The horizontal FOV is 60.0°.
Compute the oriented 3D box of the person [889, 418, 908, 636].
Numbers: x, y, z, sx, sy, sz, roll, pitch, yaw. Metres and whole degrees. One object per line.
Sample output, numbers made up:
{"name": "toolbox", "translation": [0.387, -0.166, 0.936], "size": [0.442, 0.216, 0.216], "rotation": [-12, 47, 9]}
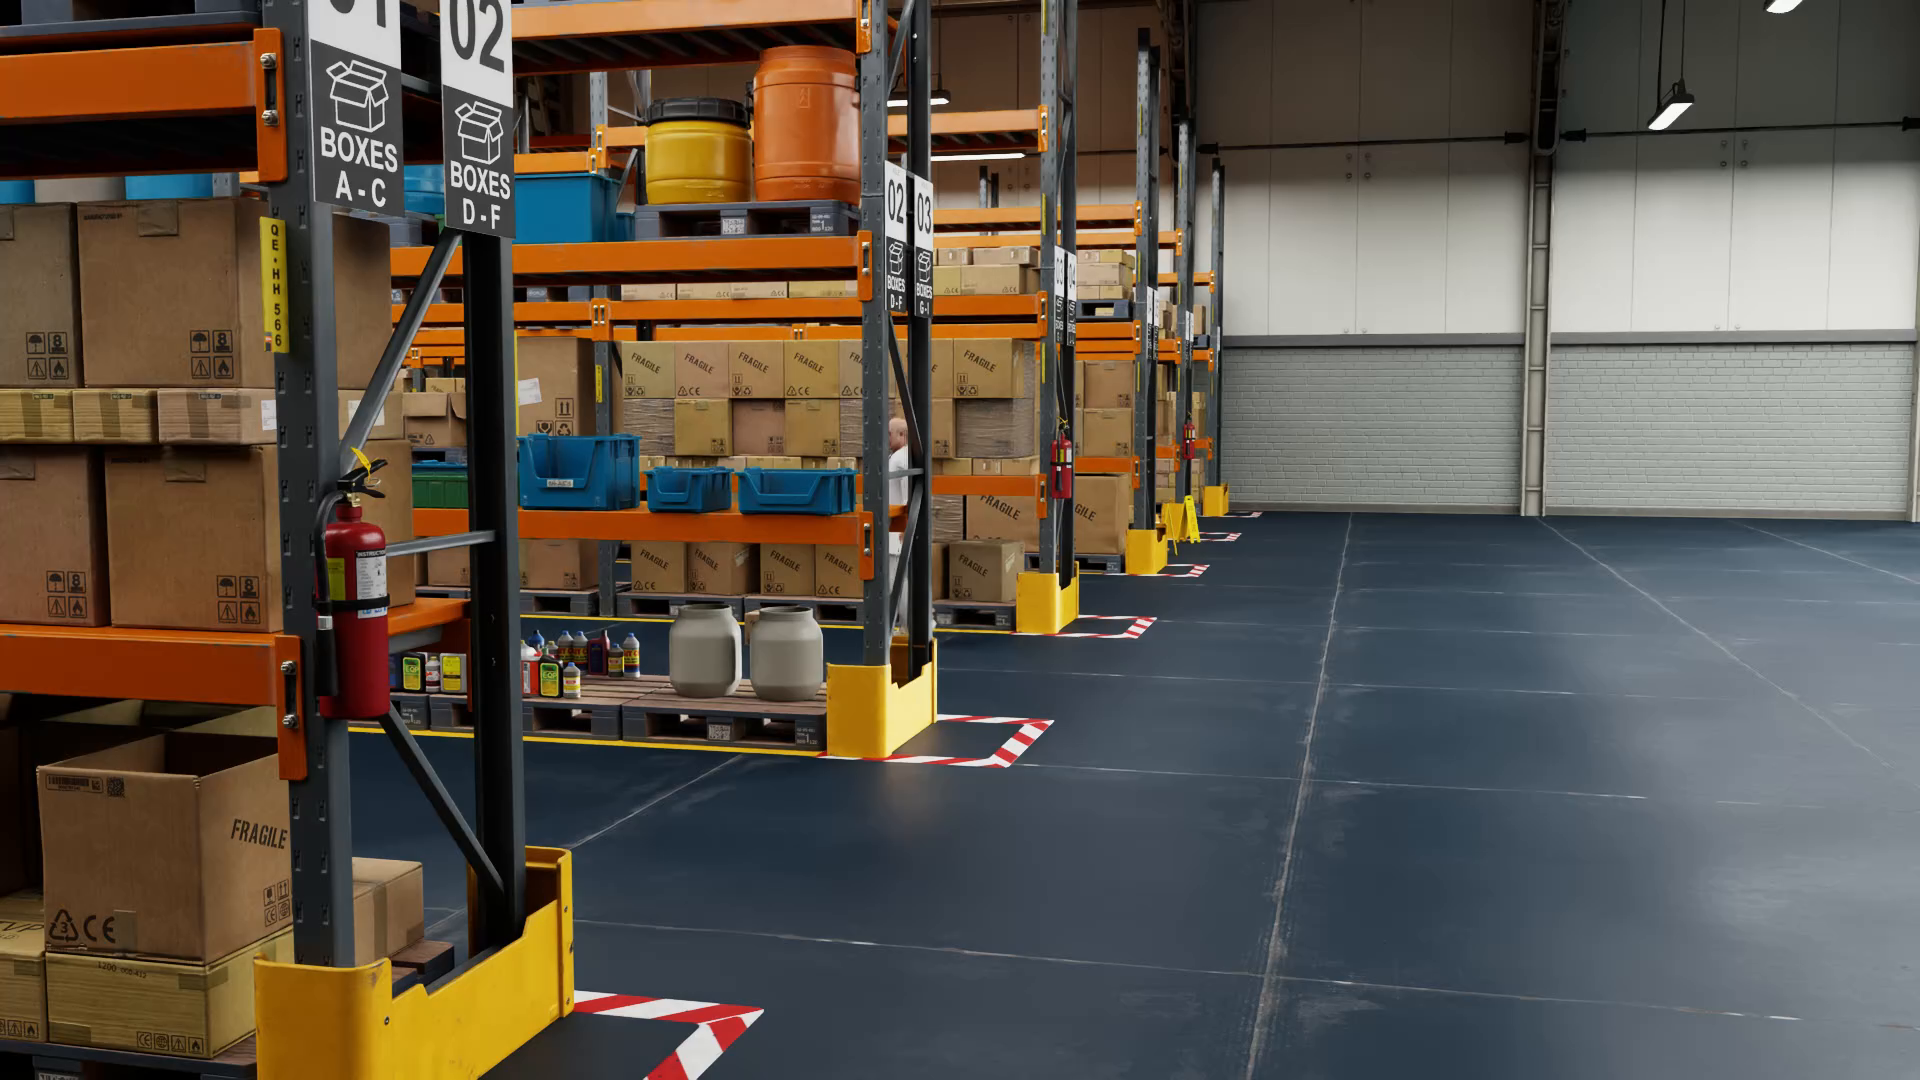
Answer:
{"name": "person", "translation": [-0.474, -0.070, 13.133], "size": [0.467, 1.781, 0.680], "rotation": [-1, 5, -10]}
